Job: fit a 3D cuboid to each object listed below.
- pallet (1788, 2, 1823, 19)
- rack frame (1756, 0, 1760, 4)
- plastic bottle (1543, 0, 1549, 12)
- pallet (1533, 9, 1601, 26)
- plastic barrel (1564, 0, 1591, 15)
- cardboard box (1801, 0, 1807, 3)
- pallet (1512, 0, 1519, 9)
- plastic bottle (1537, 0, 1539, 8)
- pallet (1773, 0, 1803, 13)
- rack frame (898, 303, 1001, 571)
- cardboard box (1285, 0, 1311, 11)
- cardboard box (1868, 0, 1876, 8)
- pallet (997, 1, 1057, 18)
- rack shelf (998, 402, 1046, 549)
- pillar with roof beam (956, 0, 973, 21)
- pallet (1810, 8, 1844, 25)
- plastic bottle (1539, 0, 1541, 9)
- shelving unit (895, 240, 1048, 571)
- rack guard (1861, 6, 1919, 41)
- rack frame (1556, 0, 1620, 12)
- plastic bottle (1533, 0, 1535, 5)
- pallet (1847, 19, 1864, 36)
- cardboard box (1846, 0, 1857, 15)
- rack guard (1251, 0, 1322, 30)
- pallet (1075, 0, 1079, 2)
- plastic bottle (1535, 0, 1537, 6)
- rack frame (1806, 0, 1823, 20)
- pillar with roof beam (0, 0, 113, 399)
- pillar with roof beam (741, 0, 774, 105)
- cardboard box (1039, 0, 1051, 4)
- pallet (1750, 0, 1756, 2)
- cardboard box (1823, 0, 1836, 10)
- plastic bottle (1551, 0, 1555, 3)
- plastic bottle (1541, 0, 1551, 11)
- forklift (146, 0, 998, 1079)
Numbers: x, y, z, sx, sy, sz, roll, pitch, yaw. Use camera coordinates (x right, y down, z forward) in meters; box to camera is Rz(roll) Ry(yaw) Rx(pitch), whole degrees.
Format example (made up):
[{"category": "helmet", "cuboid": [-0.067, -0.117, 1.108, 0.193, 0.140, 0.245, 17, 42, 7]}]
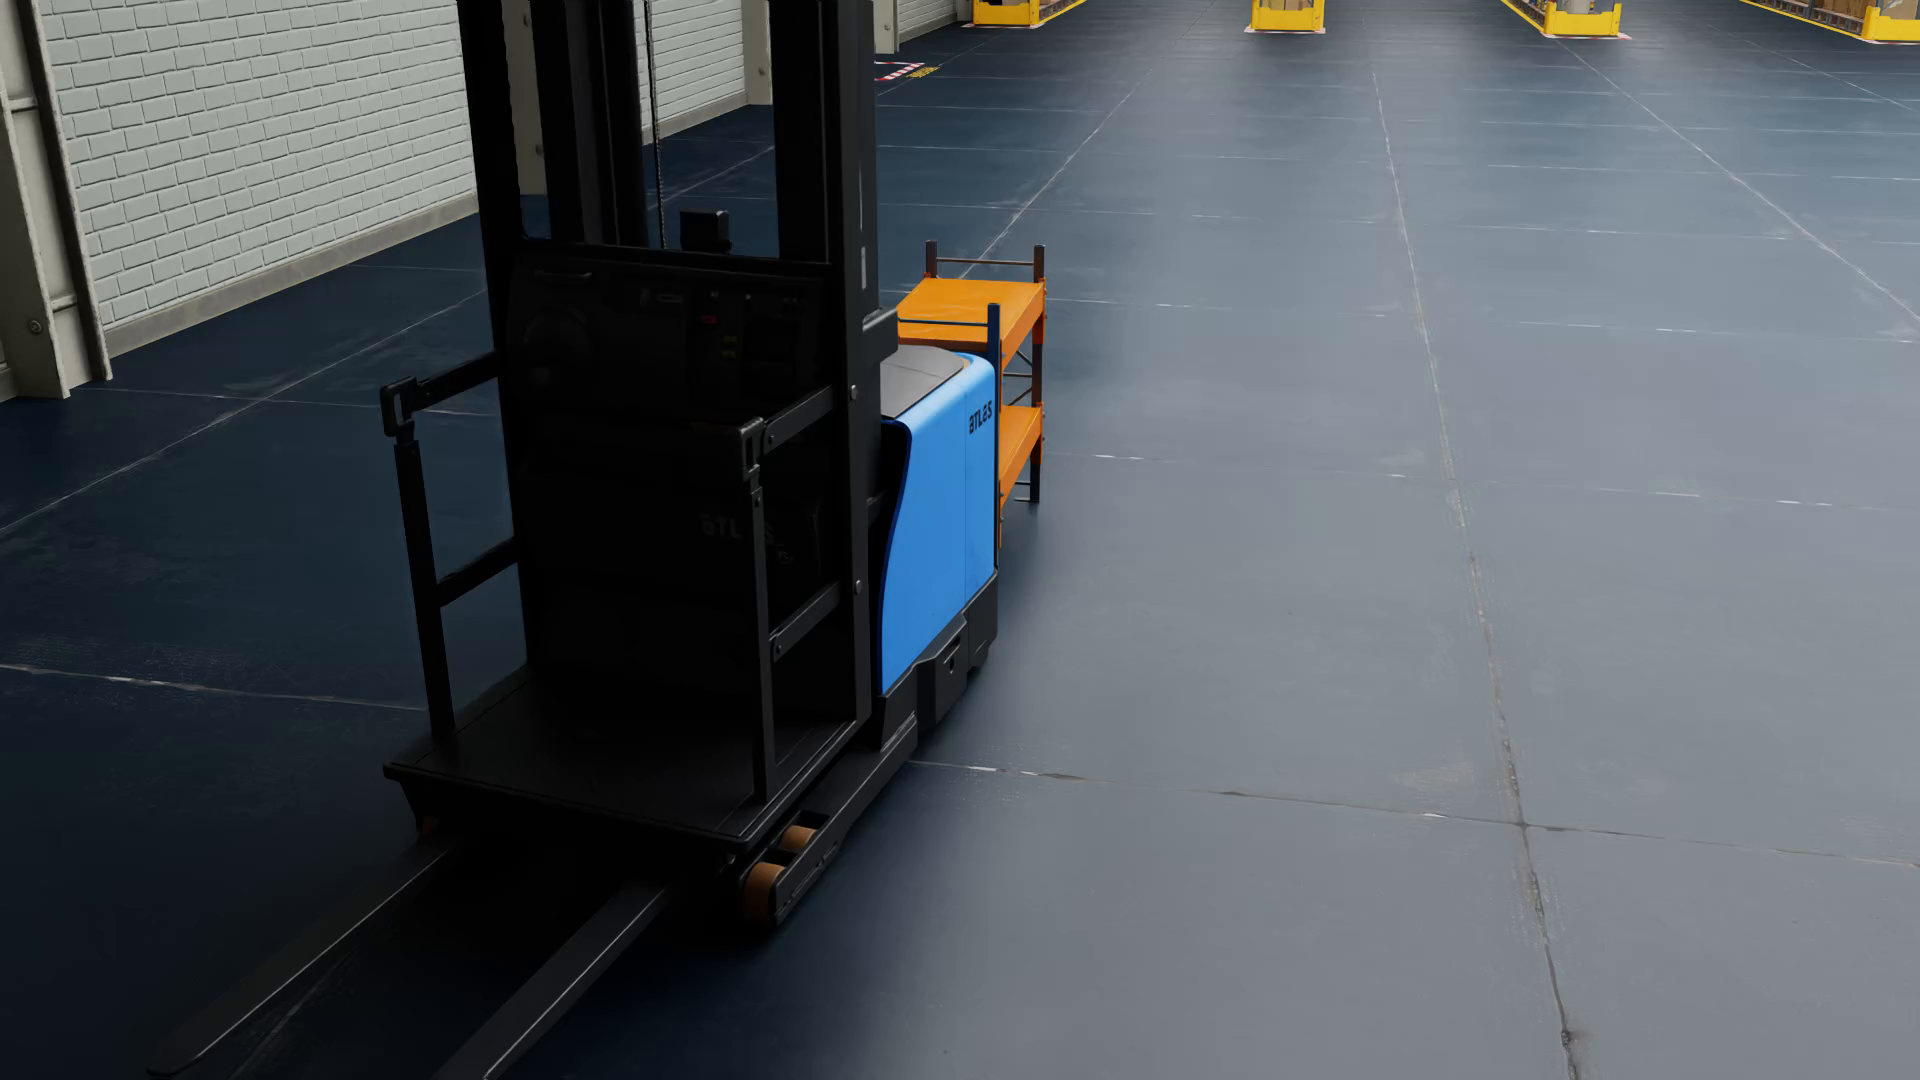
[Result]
[{"category": "pallet", "cuboid": [16.329, -9.990, 31.377, 1.003, 0.211, 1.213, 4, 22, 11]}, {"category": "rack frame", "cuboid": [16.988, -12.462, 33.781, 1.000, 3.000, 0.127, 4, 22, 11]}, {"category": "plastic bottle", "cuboid": [10.452, -9.525, 29.645, 0.097, 0.201, 0.097, 0, 22, 0]}, {"category": "pallet", "cuboid": [10.898, -9.393, 29.894, 1.003, 0.211, 1.213, 4, 22, 11]}, {"category": "plastic barrel", "cuboid": [10.566, -9.201, 28.452, 0.421, 0.512, 0.421, 0, 22, 0]}, {"category": "cardboard box", "cuboid": [16.434, -10.439, 31.516, 0.700, 0.500, 0.500, 4, 22, 11]}, {"category": "pallet", "cuboid": [11.692, -10.821, 33.439, 1.003, 0.211, 1.213, 4, 22, 11]}, {"category": "plastic bottle", "cuboid": [10.633, -9.848, 30.448, 0.097, 0.201, 0.097, 0, 22, 0]}, {"category": "pallet", "cuboid": [16.576, -10.438, 32.488, 1.003, 0.211, 1.213, 4, 22, 11]}, {"category": "rack frame", "cuboid": [-0.102, -0.338, 6.188, 0.500, 1.125, 0.032, 4, 22, 11]}, {"category": "cardboard box", "cuboid": [5.985, -9.391, 29.275, 0.500, 0.250, 0.500, 4, 22, 11]}, {"category": "cardboard box", "cuboid": [15.588, -9.020, 28.018, 0.500, 0.500, 0.500, 11, 24, 25]}, {"category": "pallet", "cuboid": [1.275, -10.142, 31.754, 1.003, 0.211, 1.213, 4, 22, 11]}, {"category": "rack shelf", "cuboid": [0.001, -0.297, 6.741, 0.538, 0.278, 1.000, 4, 22, 11]}, {"category": "pillar with roof beam", "cuboid": [4.318, -13.445, 28.193, 9.100, 9.000, 0.400, 4, 22, 11]}, {"category": "pallet", "cuboid": [16.069, -9.457, 30.053, 1.003, 0.211, 1.213, 4, 22, 11]}, {"category": "plastic bottle", "cuboid": [10.589, -9.796, 30.118, 0.144, 0.351, 0.185, 5, 23, 13]}, {"category": "shelving unit", "cuboid": [0.001, -0.524, 6.650, 0.538, 1.125, 1.048, 4, 22, 11]}, {"category": "rack guard", "cuboid": [15.371, -8.404, 27.052, 1.175, 0.500, 0.348, 4, 22, 11]}, {"category": "rack frame", "cuboid": [10.507, -9.914, 27.454, 1.000, 3.000, 0.127, 4, 22, 11]}, {"category": "plastic bottle", "cuboid": [10.789, -10.114, 31.008, 0.152, 0.276, 0.135, 5, 23, 13]}, {"category": "pallet", "cuboid": [15.571, -8.565, 27.837, 1.003, 0.211, 1.213, 4, 22, 11]}, {"category": "cardboard box", "cuboid": [15.891, -9.448, 29.081, 0.500, 0.500, 0.500, 2, 22, 6]}, {"category": "rack guard", "cuboid": [5.653, -9.124, 28.840, 1.175, 0.500, 0.348, 4, 22, 11]}, {"category": "pallet", "cuboid": [2.028, -11.571, 35.301, 1.003, 0.211, 1.213, 4, 22, 11]}, {"category": "plastic bottle", "cuboid": [10.713, -10.019, 30.673, 0.144, 0.351, 0.185, 4, 22, 9]}, {"category": "rack frame", "cuboid": [16.172, -10.999, 30.149, 1.000, 3.000, 0.127, 4, 22, 11]}, {"category": "pillar with roof beam", "cuboid": [-0.579, -4.668, 6.399, 9.100, 9.000, 0.400, 4, 22, 11]}, {"category": "pillar with roof beam", "cuboid": [1.870, -9.057, 17.296, 9.100, 9.000, 0.400, 4, 22, 11]}, {"category": "cardboard box", "cuboid": [1.352, -10.433, 31.499, 0.700, 0.500, 0.500, 3, 22, 8]}, {"category": "pallet", "cuboid": [17.222, -11.451, 35.003, 1.003, 0.211, 1.213, 4, 22, 11]}, {"category": "cardboard box", "cuboid": [16.051, -9.891, 30.181, 0.500, 0.500, 0.500, 4, 22, 9]}, {"category": "plastic bottle", "cuboid": [10.635, -9.645, 29.834, 0.061, 0.283, 0.133, 4, 22, 11]}, {"category": "plastic bottle", "cuboid": [10.530, -9.649, 29.855, 0.152, 0.276, 0.135, 5, 22, 11]}, {"category": "forklift", "cuboid": [-0.866, -0.525, 4.233, 1.130, 2.935, 3.031, 8, 23, 19]}]
